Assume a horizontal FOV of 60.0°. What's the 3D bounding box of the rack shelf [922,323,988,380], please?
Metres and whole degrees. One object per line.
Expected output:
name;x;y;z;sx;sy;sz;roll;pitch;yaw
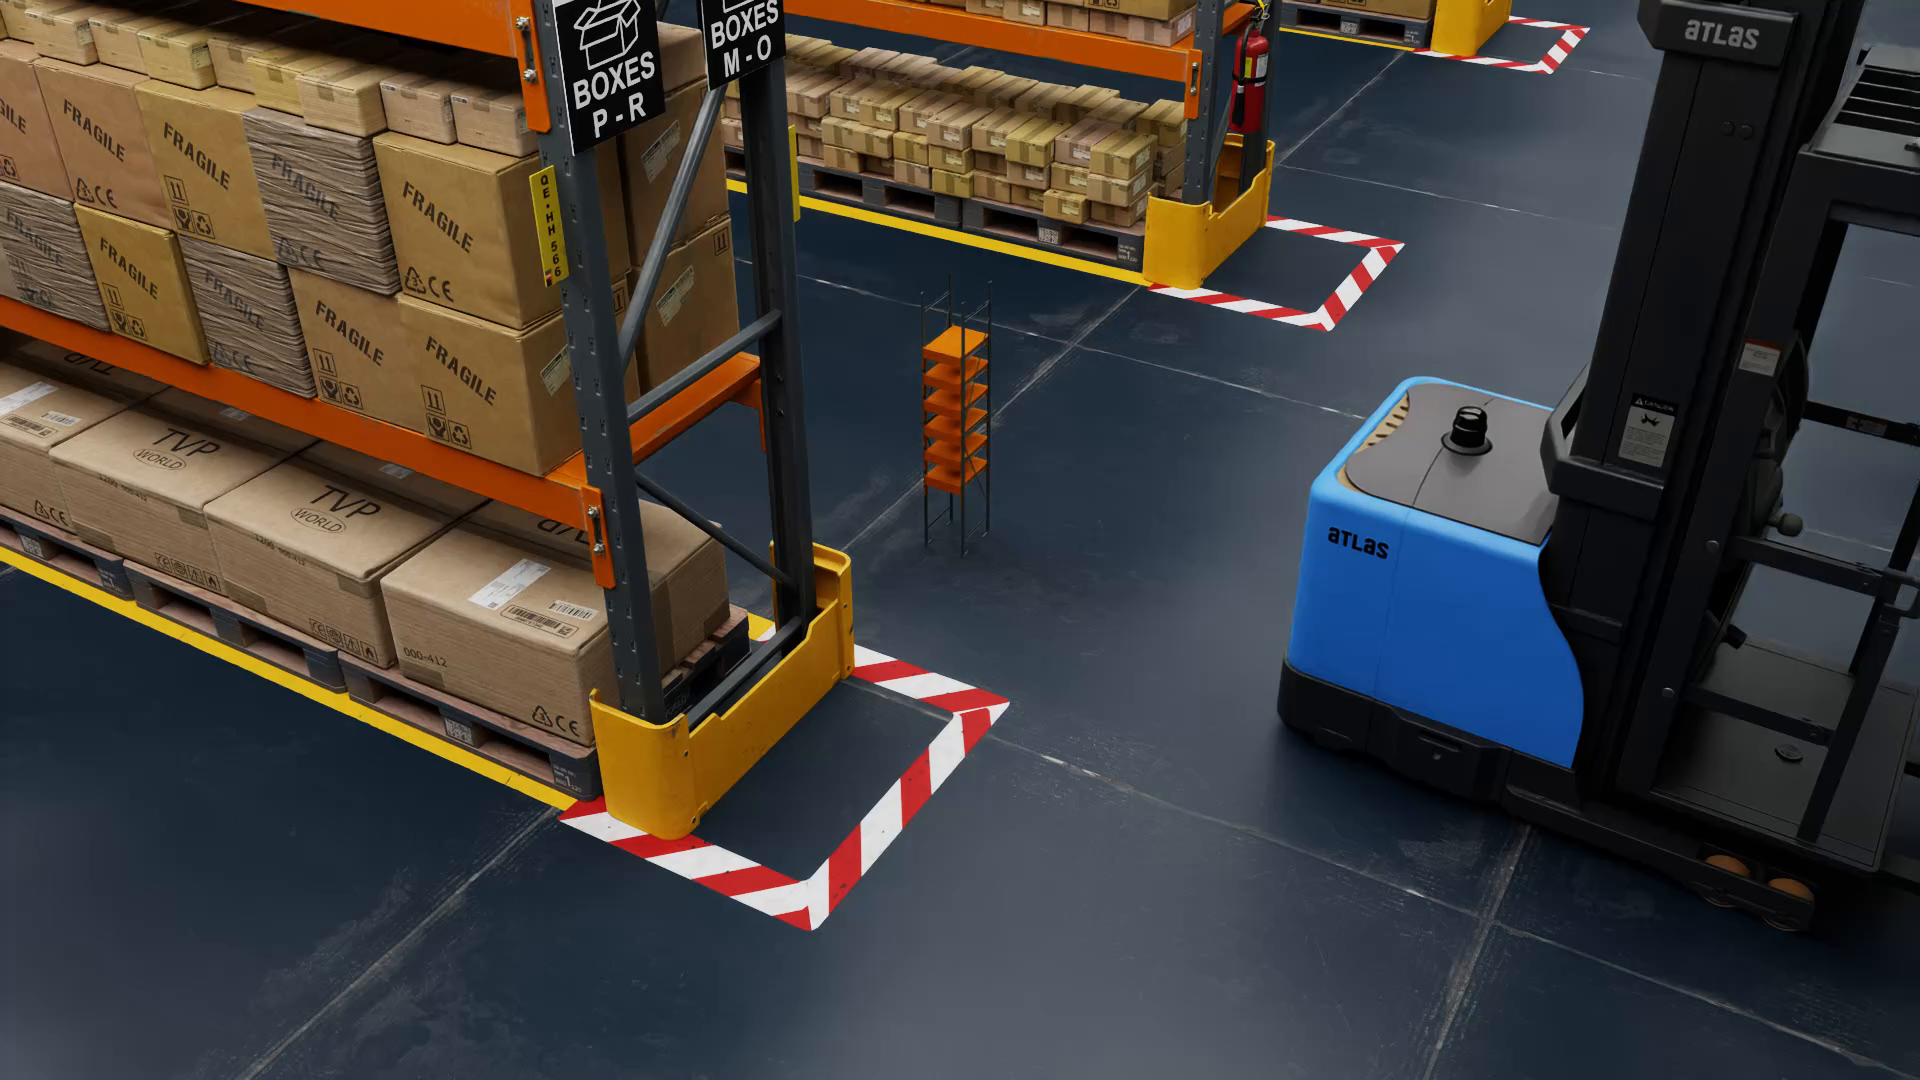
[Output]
rack shelf;-0.013;-0.766;6.749;0.180;0.103;0.258;18;37;24

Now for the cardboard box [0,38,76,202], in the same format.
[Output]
cardboard box;-3.151;-1.561;5.896;0.500;0.500;0.500;18;38;25

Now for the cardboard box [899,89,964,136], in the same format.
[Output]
cardboard box;-0.169;-2.590;10.089;0.250;0.149;0.380;16;37;23

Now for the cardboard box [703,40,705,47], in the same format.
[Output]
cardboard box;-1.513;-3.312;11.174;0.250;0.149;0.380;19;38;26

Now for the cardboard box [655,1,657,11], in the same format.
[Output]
cardboard box;-2.461;-3.514;11.697;0.500;0.500;0.500;19;38;26

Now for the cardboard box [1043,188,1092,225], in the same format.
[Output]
cardboard box;0.688;-2.003;9.745;0.250;0.149;0.380;19;38;26

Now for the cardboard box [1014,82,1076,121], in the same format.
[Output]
cardboard box;0.525;-2.669;10.209;0.250;0.149;0.380;16;37;22

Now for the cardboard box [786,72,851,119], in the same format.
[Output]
cardboard box;-0.882;-2.770;10.360;0.250;0.149;0.380;18;38;25

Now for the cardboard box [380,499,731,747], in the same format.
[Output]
cardboard box;-1.469;0.219;6.147;0.875;0.438;0.875;16;37;23

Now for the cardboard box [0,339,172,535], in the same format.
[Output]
cardboard box;-3.827;-0.523;7.262;0.875;0.438;0.875;17;37;24

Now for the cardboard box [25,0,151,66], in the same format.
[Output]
cardboard box;-2.861;-1.727;5.560;0.250;0.149;0.380;18;38;25

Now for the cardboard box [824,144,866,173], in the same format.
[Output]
cardboard box;-0.647;-2.445;10.409;0.250;0.149;0.380;17;37;23

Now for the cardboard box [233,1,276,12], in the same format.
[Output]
cardboard box;-2.342;-1.944;5.886;0.250;0.149;0.380;17;37;23

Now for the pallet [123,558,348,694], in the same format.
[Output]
pallet;-2.634;0.103;6.904;1.213;0.211;1.003;18;37;24

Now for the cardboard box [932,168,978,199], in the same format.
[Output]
cardboard box;0.028;-2.219;10.069;0.250;0.149;0.380;16;37;22

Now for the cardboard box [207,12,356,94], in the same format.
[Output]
cardboard box;-2.145;-1.553;5.298;0.250;0.149;0.380;17;37;24

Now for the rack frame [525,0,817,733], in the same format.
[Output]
rack frame;-0.846;-0.539;5.353;0.127;3.000;1.000;18;37;24

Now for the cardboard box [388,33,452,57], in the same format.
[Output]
cardboard box;-1.686;-1.726;5.558;0.250;0.149;0.380;16;37;23

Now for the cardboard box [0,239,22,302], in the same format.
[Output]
cardboard box;-3.607;-1.285;6.384;0.500;0.500;0.500;18;38;25

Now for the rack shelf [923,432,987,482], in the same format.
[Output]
rack shelf;-0.013;-0.367;7.015;0.180;0.103;0.258;18;37;24

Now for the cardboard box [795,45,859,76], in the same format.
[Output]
cardboard box;-0.865;-3.087;10.836;0.250;0.149;0.380;19;38;26

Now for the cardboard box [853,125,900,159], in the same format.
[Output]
cardboard box;-0.452;-2.489;10.206;0.250;0.149;0.380;18;38;25

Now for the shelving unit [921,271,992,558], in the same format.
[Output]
shelving unit;-0.013;-0.503;6.923;0.189;1.200;0.258;18;37;24

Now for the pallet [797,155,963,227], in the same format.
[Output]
pallet;-0.287;-2.386;10.642;1.213;0.211;1.003;18;37;24

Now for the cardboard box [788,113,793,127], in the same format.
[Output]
cardboard box;-1.068;-2.756;10.607;0.250;0.149;0.380;16;37;22

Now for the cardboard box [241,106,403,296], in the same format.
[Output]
cardboard box;-1.851;-1.144;5.270;0.500;0.500;0.500;18;38;25

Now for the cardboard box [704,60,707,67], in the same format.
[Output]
cardboard box;-1.545;-2.986;10.684;0.250;0.149;0.380;20;38;27

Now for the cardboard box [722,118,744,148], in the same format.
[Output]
cardboard box;-1.321;-2.666;10.740;0.250;0.149;0.380;17;37;24

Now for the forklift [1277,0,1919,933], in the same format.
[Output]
forklift;2.693;-0.299;5.055;3.031;2.935;1.130;20;38;27

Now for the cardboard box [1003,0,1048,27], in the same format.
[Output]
cardboard box;0.443;-3.005;9.283;0.250;0.149;0.380;19;38;26

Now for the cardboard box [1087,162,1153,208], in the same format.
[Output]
cardboard box;0.922;-2.069;9.575;0.250;0.149;0.380;17;37;23

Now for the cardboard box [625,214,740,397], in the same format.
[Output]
cardboard box;-1.120;-0.851;5.731;0.500;0.500;0.500;17;37;24

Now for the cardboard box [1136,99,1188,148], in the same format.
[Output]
cardboard box;1.236;-2.492;9.943;0.250;0.149;0.380;16;37;22

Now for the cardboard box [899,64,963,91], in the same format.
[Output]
cardboard box;-0.182;-2.868;10.507;0.250;0.149;0.380;18;38;25

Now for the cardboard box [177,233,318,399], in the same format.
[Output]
cardboard box;-2.276;-0.868;5.757;0.500;0.500;0.500;19;38;26

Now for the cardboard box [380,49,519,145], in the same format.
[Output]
cardboard box;-1.489;-1.327;4.959;0.250;0.149;0.380;18;38;25

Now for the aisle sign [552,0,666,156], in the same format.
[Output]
aisle sign;-0.937;-1.452;4.379;0.004;0.787;0.394;18;37;24

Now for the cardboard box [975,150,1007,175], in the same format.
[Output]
cardboard box;0.288;-2.334;9.974;0.250;0.149;0.380;17;37;24

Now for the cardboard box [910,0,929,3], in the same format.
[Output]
cardboard box;-0.214;-3.260;9.665;0.250;0.149;0.380;18;38;25

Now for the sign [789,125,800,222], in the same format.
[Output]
sign;-0.566;-1.198;5.490;0.005;0.325;0.100;18;37;24

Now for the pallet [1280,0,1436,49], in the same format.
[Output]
pallet;3.338;-4.329;13.561;1.213;0.211;1.003;18;37;24

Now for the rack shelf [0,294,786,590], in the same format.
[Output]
rack shelf;-2.583;-0.790;6.378;4.000;0.370;1.077;18;37;24

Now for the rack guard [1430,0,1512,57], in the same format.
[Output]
rack guard;4.092;-4.261;13.198;0.348;0.500;1.175;18;37;24

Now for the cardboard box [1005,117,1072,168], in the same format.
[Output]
cardboard box;0.459;-2.315;9.677;0.250;0.149;0.380;17;37;23

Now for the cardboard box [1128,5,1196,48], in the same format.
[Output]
cardboard box;1.099;-2.798;8.972;0.250;0.149;0.380;18;38;24
